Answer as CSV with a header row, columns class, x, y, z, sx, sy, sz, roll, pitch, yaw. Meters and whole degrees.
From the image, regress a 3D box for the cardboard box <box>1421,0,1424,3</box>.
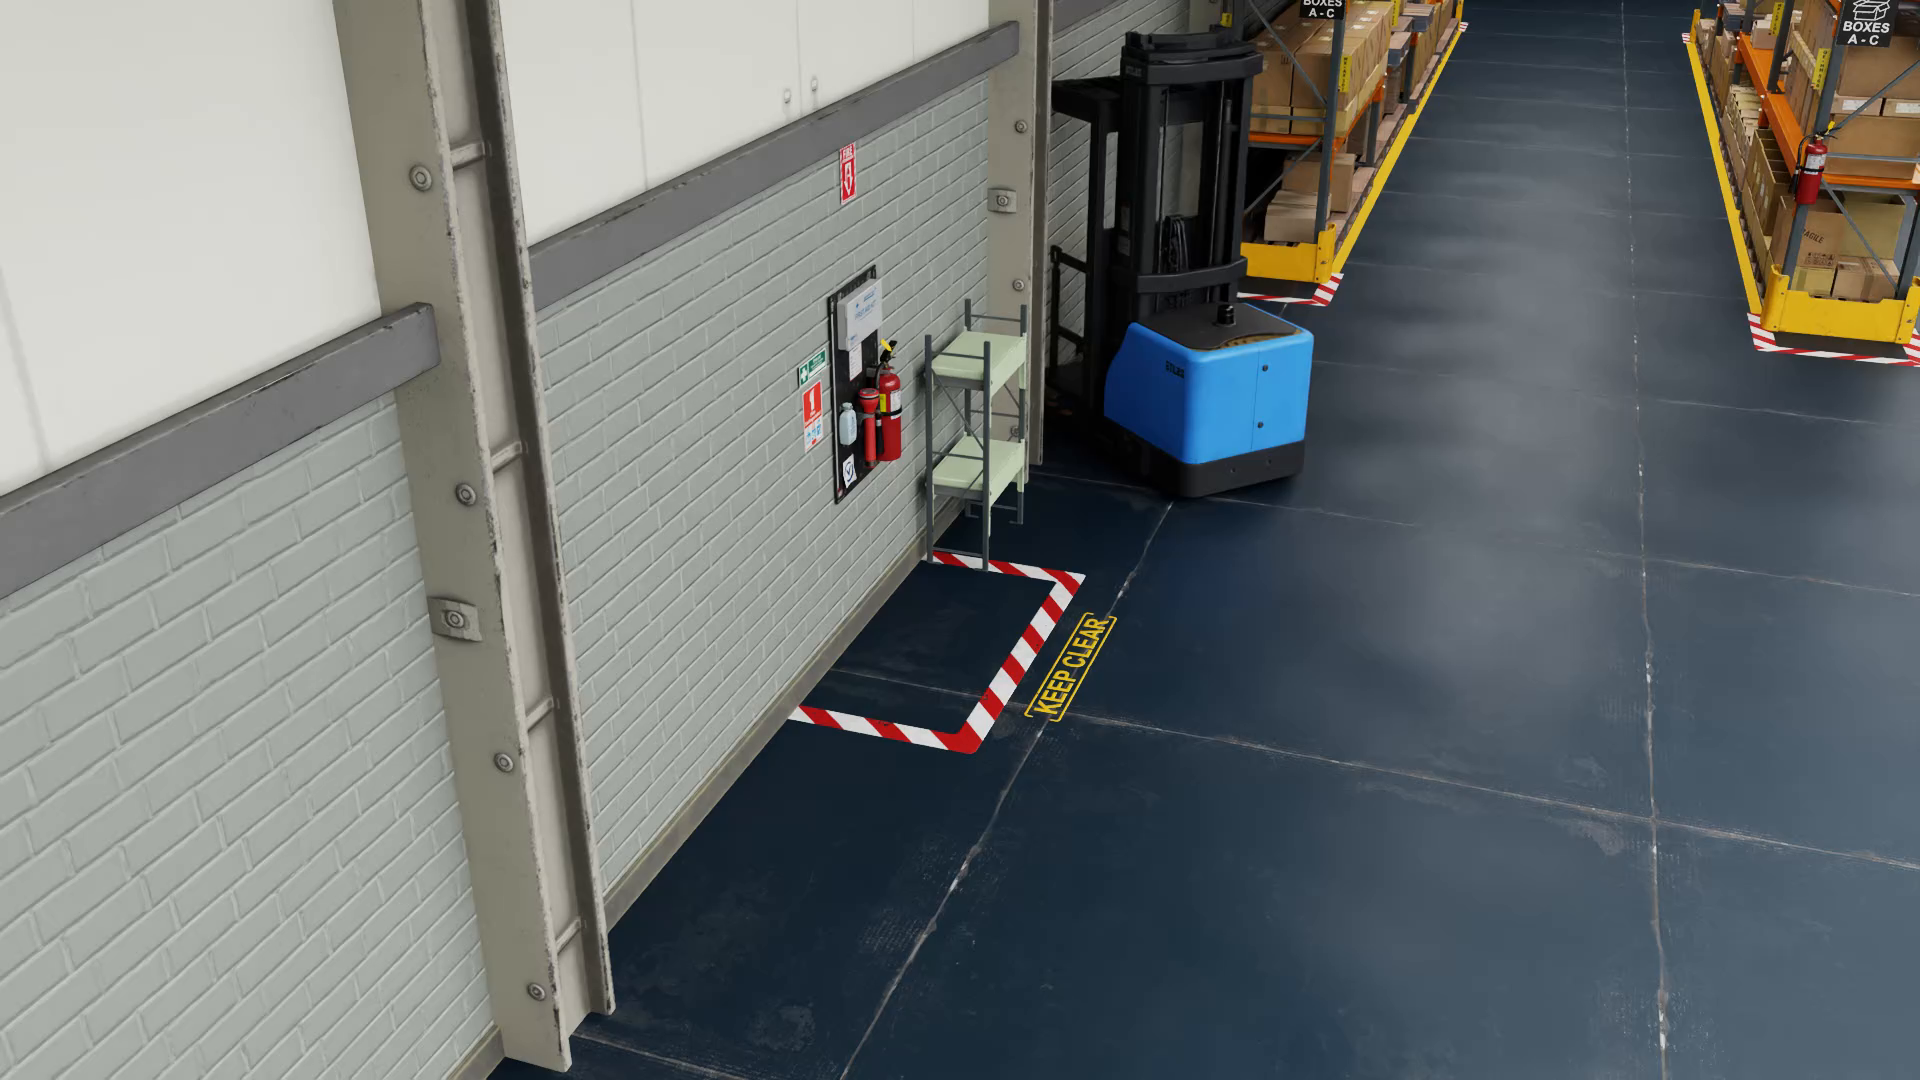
class,x,y,z,sx,sy,sz,roll,pitch,yaw
cardboard box,6.025,-7.538,22.397,0.500,0.500,0.500,10,27,19

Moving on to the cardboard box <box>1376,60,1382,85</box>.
class,x,y,z,sx,sy,sz,roll,pitch,yaw
cardboard box,4.245,-5.043,17.872,0.500,0.250,0.500,9,27,18

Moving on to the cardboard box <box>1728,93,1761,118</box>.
class,x,y,z,sx,sy,sz,roll,pitch,yaw
cardboard box,9.676,-5.284,20.252,0.500,0.311,0.500,8,27,16

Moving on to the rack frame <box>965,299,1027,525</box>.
class,x,y,z,sx,sy,sz,roll,pitch,yaw
rack frame,0.223,-0.808,10.698,0.400,1.500,0.023,9,27,17

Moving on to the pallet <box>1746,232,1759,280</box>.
class,x,y,z,sx,sy,sz,roll,pitch,yaw
pallet,8.255,-2.748,16.183,1.003,0.211,1.213,9,27,17

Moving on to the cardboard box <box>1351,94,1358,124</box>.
class,x,y,z,sx,sy,sz,roll,pitch,yaw
cardboard box,3.581,-4.211,16.154,0.500,0.250,0.500,8,27,16

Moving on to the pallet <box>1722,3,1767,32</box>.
class,x,y,z,sx,sy,sz,roll,pitch,yaw
pallet,10.454,-6.673,21.310,1.213,0.211,1.003,9,27,17

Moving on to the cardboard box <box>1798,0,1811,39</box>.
class,x,y,z,sx,sy,sz,roll,pitch,yaw
cardboard box,8.822,-5.272,16.594,0.700,0.500,0.500,9,27,18

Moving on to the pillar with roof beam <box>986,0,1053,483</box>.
class,x,y,z,sx,sy,sz,roll,pitch,yaw
pillar with roof beam,4.440,-3.923,8.526,9.100,9.000,0.400,9,27,17

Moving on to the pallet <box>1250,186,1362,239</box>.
class,x,y,z,sx,sy,sz,roll,pitch,yaw
pallet,3.696,-3.504,17.745,1.003,0.211,1.213,9,27,17

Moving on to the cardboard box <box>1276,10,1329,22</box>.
class,x,y,z,sx,sy,sz,roll,pitch,yaw
cardboard box,3.591,-5.244,17.426,0.500,0.500,0.500,10,27,19

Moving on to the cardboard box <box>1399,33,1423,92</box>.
class,x,y,z,sx,sy,sz,roll,pitch,yaw
cardboard box,5.990,-6.692,23.114,0.750,0.750,0.750,8,27,17

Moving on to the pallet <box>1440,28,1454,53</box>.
class,x,y,z,sx,sy,sz,roll,pitch,yaw
pallet,7.684,-8.380,27.816,1.003,0.211,1.213,9,27,17

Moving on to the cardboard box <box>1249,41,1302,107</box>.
class,x,y,z,sx,sy,sz,roll,pitch,yaw
cardboard box,2.916,-4.403,15.691,0.500,0.500,0.500,8,27,17

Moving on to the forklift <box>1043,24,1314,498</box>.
class,x,y,z,sx,sy,sz,roll,pitch,yaw
forklift,1.259,-2.212,11.954,1.130,2.935,3.031,-13,29,-25

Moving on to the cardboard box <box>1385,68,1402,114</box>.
class,x,y,z,sx,sy,sz,roll,pitch,yaw
cardboard box,5.431,-5.957,21.974,0.700,0.500,0.500,9,27,18

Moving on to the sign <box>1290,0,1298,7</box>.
class,x,y,z,sx,sy,sz,roll,pitch,yaw
sign,3.766,-6.144,18.668,0.100,0.325,0.005,9,27,17

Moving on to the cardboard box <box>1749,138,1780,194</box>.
class,x,y,z,sx,sy,sz,roll,pitch,yaw
cardboard box,8.355,-3.764,16.894,0.500,0.500,0.500,9,27,17

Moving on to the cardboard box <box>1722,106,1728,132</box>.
class,x,y,z,sx,sy,sz,roll,pitch,yaw
cardboard box,9.843,-5.249,20.823,0.500,0.250,0.500,9,27,17

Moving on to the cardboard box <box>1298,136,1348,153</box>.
class,x,y,z,sx,sy,sz,roll,pitch,yaw
cardboard box,3.983,-4.184,18.313,0.500,0.500,0.500,7,27,14

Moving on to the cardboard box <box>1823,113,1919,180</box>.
class,x,y,z,sx,sy,sz,roll,pitch,yaw
cardboard box,7.800,-3.418,14.252,0.700,0.500,0.500,9,27,17

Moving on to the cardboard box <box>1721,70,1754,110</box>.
class,x,y,z,sx,sy,sz,roll,pitch,yaw
cardboard box,10.384,-5.962,21.985,0.500,0.500,0.500,10,28,19

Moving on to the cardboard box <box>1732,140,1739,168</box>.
class,x,y,z,sx,sy,sz,roll,pitch,yaw
cardboard box,9.168,-4.408,19.086,0.500,0.250,0.500,9,27,19

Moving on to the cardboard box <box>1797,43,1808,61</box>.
class,x,y,z,sx,sy,sz,roll,pitch,yaw
cardboard box,8.438,-4.764,16.288,0.380,0.149,0.250,8,27,17

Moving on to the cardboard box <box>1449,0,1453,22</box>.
class,x,y,z,sx,sy,sz,roll,pitch,yaw
cardboard box,8.145,-9.237,28.771,0.700,0.500,0.500,9,27,17

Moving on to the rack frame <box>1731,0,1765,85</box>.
class,x,y,z,sx,sy,sz,roll,pitch,yaw
rack frame,10.294,-6.470,20.672,1.000,3.000,0.127,9,27,17

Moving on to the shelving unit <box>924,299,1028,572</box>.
class,x,y,z,sx,sy,sz,roll,pitch,yaw
shelving unit,0.104,-0.657,10.387,0.431,1.500,0.755,9,27,17

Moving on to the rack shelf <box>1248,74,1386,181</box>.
class,x,y,z,sx,sy,sz,roll,pitch,yaw
rack shelf,3.625,-4.398,17.216,1.077,0.370,4.000,9,27,17

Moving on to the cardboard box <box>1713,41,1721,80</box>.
class,x,y,z,sx,sy,sz,roll,pitch,yaw
cardboard box,11.068,-6.803,23.722,0.500,0.500,0.500,9,27,18

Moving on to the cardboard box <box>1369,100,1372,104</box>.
class,x,y,z,sx,sy,sz,roll,pitch,yaw
cardboard box,4.644,-5.141,20.289,0.700,0.500,0.500,8,27,16

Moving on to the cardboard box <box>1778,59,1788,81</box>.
class,x,y,z,sx,sy,sz,roll,pitch,yaw
cardboard box,9.083,-5.154,18.107,0.396,0.266,0.258,8,27,16

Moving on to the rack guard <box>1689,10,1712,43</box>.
class,x,y,z,sx,sy,sz,roll,pitch,yaw
rack guard,12.931,-8.602,27.942,1.175,0.500,0.348,9,27,17

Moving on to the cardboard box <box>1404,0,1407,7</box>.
class,x,y,z,sx,sy,sz,roll,pitch,yaw
cardboard box,5.475,-7.236,21.633,0.700,0.500,0.500,6,26,11

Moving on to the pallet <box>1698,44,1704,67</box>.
class,x,y,z,sx,sy,sz,roll,pitch,yaw
pallet,12.259,-7.644,26.296,1.003,0.211,1.213,9,27,17

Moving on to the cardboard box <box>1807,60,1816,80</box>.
class,x,y,z,sx,sy,sz,roll,pitch,yaw
cardboard box,8.094,-4.342,15.417,0.380,0.149,0.250,8,27,17

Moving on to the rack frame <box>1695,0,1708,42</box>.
class,x,y,z,sx,sy,sz,roll,pitch,yaw
rack frame,12.956,-9.758,27.462,1.000,3.000,0.127,9,27,17

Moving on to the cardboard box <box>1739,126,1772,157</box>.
class,x,y,z,sx,sy,sz,roll,pitch,yaw
cardboard box,8.995,-4.453,18.535,0.500,0.311,0.500,10,27,19

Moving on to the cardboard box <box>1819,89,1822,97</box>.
class,x,y,z,sx,sy,sz,roll,pitch,yaw
cardboard box,7.750,-3.917,14.539,0.380,0.149,0.250,8,27,17

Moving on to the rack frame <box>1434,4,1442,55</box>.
class,x,y,z,sx,sy,sz,roll,pitch,yaw
rack frame,6.953,-8.831,25.547,1.000,3.000,0.127,9,27,17

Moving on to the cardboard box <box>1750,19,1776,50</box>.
class,x,y,z,sx,sy,sz,roll,pitch,yaw
cardboard box,9.814,-6.091,19.990,0.500,0.311,0.500,8,27,17

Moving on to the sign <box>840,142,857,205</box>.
class,x,y,z,sx,sy,sz,roll,pitch,yaw
sign,-0.575,-1.892,8.555,0.001,0.298,0.199,9,27,17

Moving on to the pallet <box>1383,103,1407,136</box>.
class,x,y,z,sx,sy,sz,roll,pitch,yaw
pallet,5.360,-5.611,22.097,1.003,0.211,1.213,9,27,17

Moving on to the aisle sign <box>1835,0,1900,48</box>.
class,x,y,z,sx,sy,sz,roll,pitch,yaw
aisle sign,7.333,-4.368,13.347,0.394,0.787,0.004,9,27,17

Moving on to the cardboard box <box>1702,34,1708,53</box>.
class,x,y,z,sx,sy,sz,roll,pitch,yaw
cardboard box,11.797,-7.685,25.762,0.500,0.311,0.500,9,27,17

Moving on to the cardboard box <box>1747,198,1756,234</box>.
class,x,y,z,sx,sy,sz,roll,pitch,yaw
cardboard box,8.181,-3.222,16.636,0.500,0.250,0.500,9,27,17

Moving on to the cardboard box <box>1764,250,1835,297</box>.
class,x,y,z,sx,sy,sz,roll,pitch,yaw
cardboard box,7.532,-2.397,14.933,0.500,0.250,0.500,9,27,17

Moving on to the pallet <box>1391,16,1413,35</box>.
class,x,y,z,sx,sy,sz,roll,pitch,yaw
pallet,5.002,-6.281,20.502,1.003,0.211,1.213,9,27,17

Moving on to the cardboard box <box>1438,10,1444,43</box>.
class,x,y,z,sx,sy,sz,roll,pitch,yaw
cardboard box,7.469,-8.393,27.030,0.700,0.500,0.500,8,27,17

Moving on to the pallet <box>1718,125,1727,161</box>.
class,x,y,z,sx,sy,sz,roll,pitch,yaw
pallet,9.984,-4.883,20.592,1.003,0.211,1.213,9,27,17

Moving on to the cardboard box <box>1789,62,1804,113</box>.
class,x,y,z,sx,sy,sz,roll,pitch,yaw
cardboard box,8.652,-4.471,16.427,0.700,0.500,0.500,8,27,17

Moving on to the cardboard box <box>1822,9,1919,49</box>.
class,x,y,z,sx,sy,sz,roll,pitch,yaw
cardboard box,8.154,-4.448,14.890,0.700,0.500,0.500,9,27,18

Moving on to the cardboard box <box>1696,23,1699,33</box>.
class,x,y,z,sx,sy,sz,roll,pitch,yaw
cardboard box,12.410,-8.456,27.519,0.380,0.166,0.250,9,27,17

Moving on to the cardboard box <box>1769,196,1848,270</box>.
class,x,y,z,sx,sy,sz,roll,pitch,yaw
cardboard box,7.530,-2.735,14.770,0.500,0.500,0.500,9,27,17

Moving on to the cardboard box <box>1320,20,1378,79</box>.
class,x,y,z,sx,sy,sz,roll,pitch,yaw
cardboard box,3.914,-4.958,16.837,0.500,0.500,0.500,10,27,19
